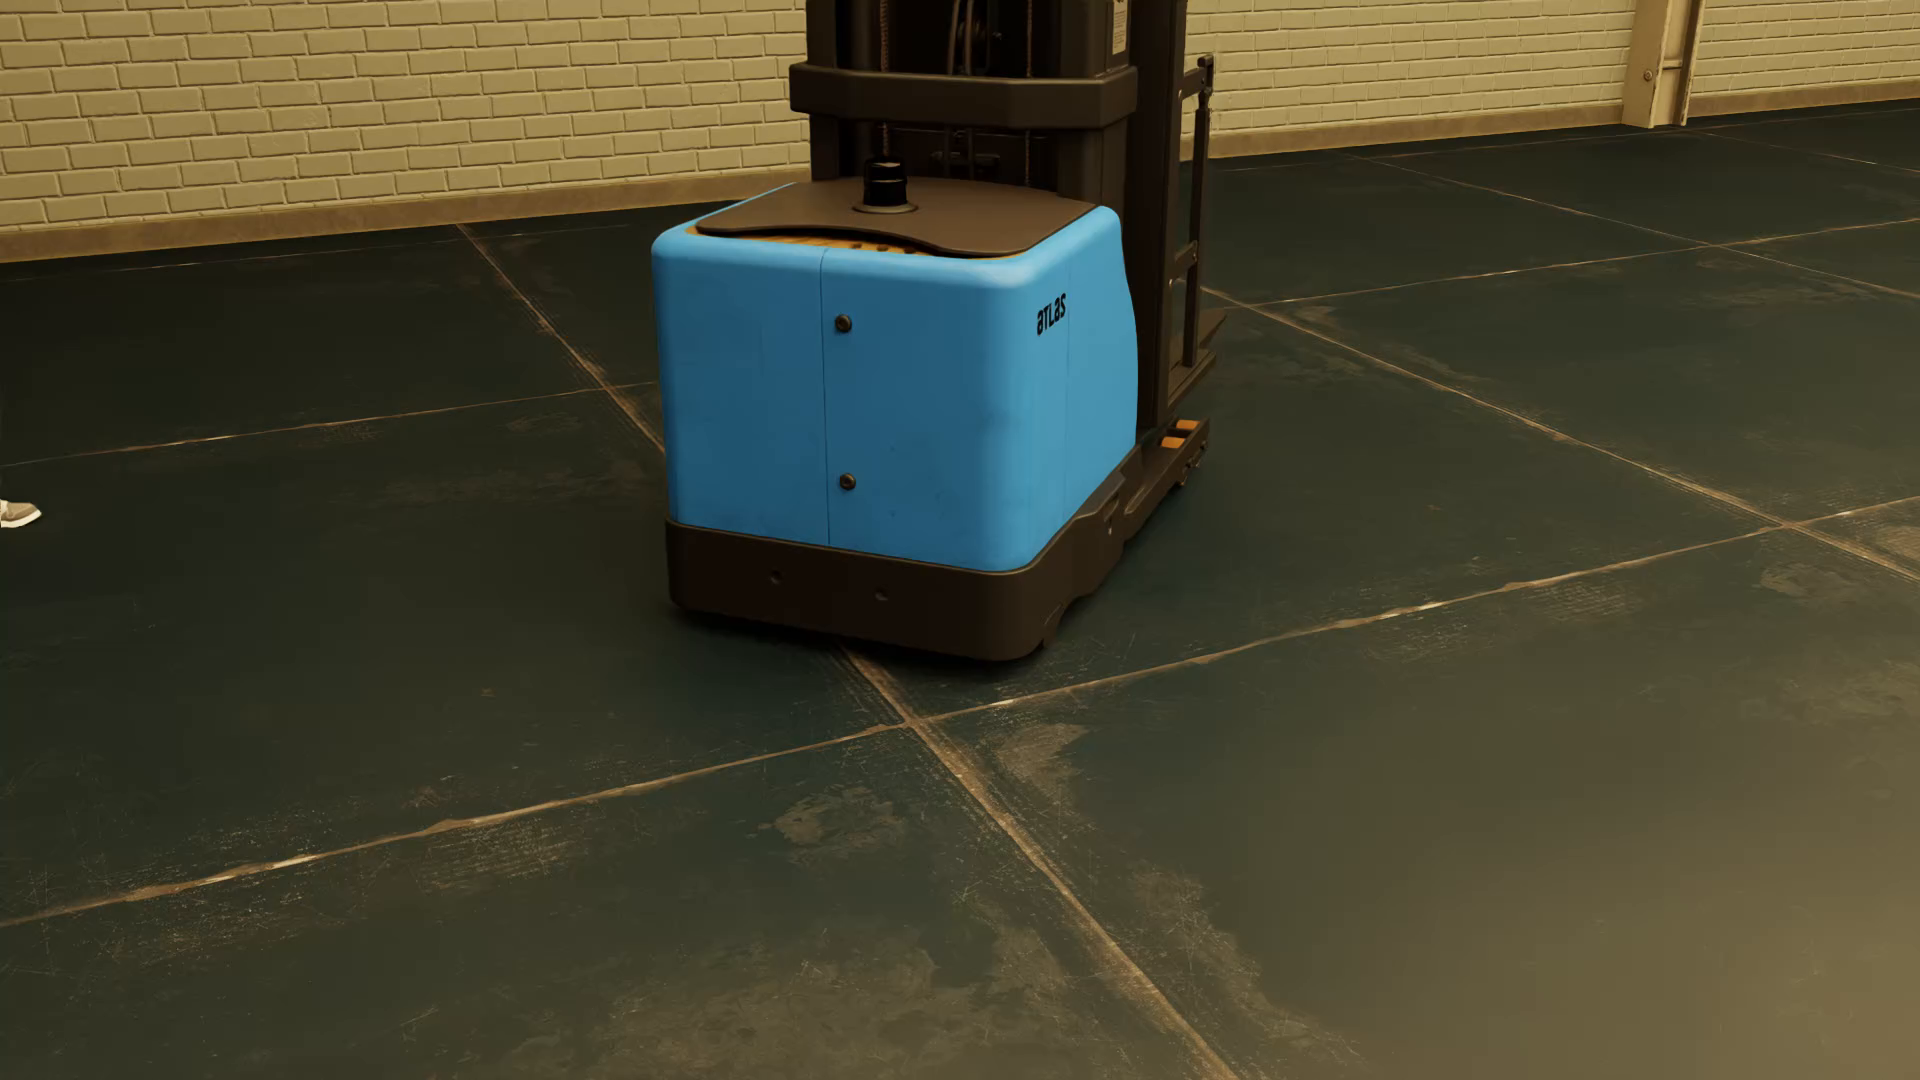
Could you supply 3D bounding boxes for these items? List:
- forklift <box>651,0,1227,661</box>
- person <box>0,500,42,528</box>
[{"bbox_3d":[0.214,-1.583,5.098,1.130,2.935,3.031,9,24,20],"label":"forklift"},{"bbox_3d":[-3.018,-0.702,4.727,0.345,1.589,0.560,-5,23,-12],"label":"person"}]
